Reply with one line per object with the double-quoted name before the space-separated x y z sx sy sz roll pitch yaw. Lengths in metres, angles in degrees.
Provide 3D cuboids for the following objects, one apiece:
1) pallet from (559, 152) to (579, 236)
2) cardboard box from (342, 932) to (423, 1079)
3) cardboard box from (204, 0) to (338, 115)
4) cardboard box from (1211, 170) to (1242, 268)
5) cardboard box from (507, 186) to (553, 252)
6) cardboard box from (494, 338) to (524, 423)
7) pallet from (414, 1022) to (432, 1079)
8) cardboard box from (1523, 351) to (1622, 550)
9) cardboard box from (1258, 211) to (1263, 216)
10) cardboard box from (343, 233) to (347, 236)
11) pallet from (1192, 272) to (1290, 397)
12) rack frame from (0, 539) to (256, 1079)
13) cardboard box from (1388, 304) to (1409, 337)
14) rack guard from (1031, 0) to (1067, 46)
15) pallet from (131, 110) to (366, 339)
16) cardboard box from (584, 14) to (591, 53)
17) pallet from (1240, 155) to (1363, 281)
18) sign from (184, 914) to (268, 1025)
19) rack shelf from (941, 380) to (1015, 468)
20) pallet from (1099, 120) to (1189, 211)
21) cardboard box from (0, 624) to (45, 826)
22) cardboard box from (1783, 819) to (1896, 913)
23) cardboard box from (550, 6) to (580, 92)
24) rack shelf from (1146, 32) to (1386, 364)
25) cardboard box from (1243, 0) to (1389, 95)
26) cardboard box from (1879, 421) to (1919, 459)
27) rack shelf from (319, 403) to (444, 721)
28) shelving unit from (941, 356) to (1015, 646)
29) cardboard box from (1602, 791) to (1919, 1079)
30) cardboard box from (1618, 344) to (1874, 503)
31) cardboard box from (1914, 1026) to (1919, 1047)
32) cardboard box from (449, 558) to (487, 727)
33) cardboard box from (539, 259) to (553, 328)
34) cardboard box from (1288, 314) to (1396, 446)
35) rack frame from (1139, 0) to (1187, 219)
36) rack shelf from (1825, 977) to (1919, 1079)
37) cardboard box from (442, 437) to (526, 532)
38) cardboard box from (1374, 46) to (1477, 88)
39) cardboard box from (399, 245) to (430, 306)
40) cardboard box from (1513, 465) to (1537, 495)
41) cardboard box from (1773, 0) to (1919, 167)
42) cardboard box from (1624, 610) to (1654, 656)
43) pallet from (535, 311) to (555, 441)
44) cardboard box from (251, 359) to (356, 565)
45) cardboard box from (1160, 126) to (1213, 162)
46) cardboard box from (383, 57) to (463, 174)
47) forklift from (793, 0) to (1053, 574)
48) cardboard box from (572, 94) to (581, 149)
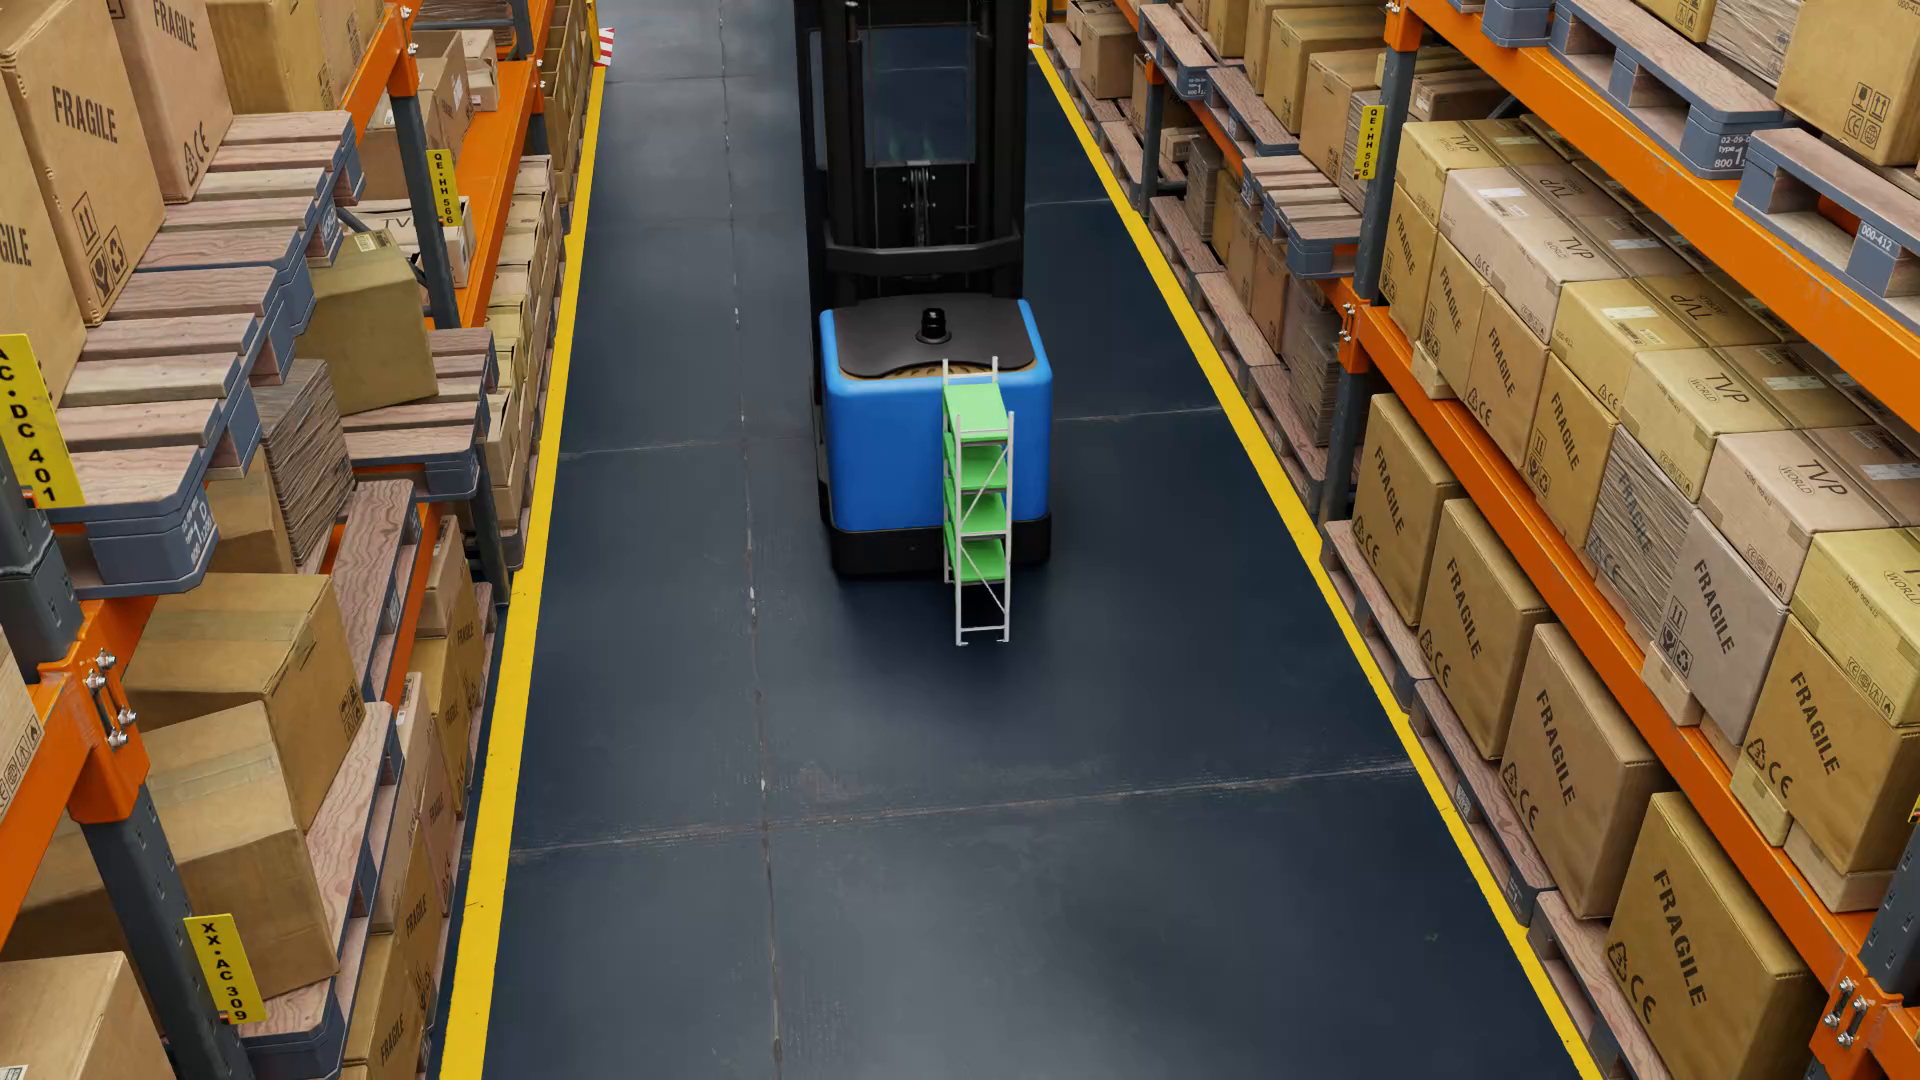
"pallet" -3.220 -2.451 11.659 1.003 0.211 1.213 -4 35 -6
"cardboard box" -1.985 1.574 5.106 0.500 0.500 0.500 -4 34 -6
"cardboard box" -2.386 -1.390 4.873 0.910 0.500 0.500 -4 35 -6
"cardboard box" 1.988 -1.989 10.333 0.700 0.500 0.500 -5 35 -7
"cardboard box" -2.740 -1.931 9.991 0.500 0.311 0.500 -3 34 -5
"cardboard box" -2.475 -0.800 8.332 0.500 0.311 0.500 -5 35 -8
"pallet" -2.226 2.009 5.115 1.003 0.211 1.213 -4 35 -6
"cardboard box" 2.308 -0.324 5.691 0.500 0.500 0.500 -3 34 -5
"cardboard box" 2.005 -2.048 9.754 0.500 0.250 0.500 -5 35 -8
"cardboard box" -3.012 -1.302 7.719 0.380 0.149 0.250 -4 35 -6
"pallet" 2.027 -1.265 9.919 1.003 0.211 1.213 -4 35 -6
"rack frame" -2.079 1.308 3.667 1.000 3.000 0.127 -4 35 -6
"cardboard box" 2.106 -1.005 7.266 0.380 0.149 0.250 -5 35 -7
"rack guard" 1.226 -4.691 14.689 1.175 0.500 0.348 -4 35 -6
"pallet" -2.240 -0.802 4.266 1.213 0.211 1.003 -4 35 -6
"cardboard box" -3.328 -4.149 13.743 0.500 0.250 0.500 -4 35 -6
"pallet" 2.090 -1.612 8.122 1.213 0.211 1.003 -4 35 -6
"sign" -1.542 0.905 3.490 0.100 0.325 0.005 -4 35 -6
"rack shelf" 0.074 -0.507 7.189 0.258 0.148 0.480 -4 34 -6
"pallet" 1.628 -2.754 12.103 1.003 0.211 1.213 -4 35 -6
"cardboard box" -1.750 0.381 2.496 0.500 0.250 0.500 -4 35 -6
"cardboard box" 2.503 0.859 4.532 0.380 0.149 0.250 -4 34 -6
"cardboard box" -3.111 -3.623 12.306 0.500 0.500 0.500 -4 35 -6
"rack shelf" 2.022 -2.120 9.337 1.077 0.370 4.000 -4 35 -6
"cardboard box" 1.976 -2.793 9.205 0.700 0.500 0.500 0 34 0
"cardboard box" 2.949 -0.120 4.726 0.500 0.250 0.500 -4 34 -6
"rack shelf" -2.348 0.489 5.508 1.077 0.370 4.000 -4 35 -6
"shelving unit" 0.074 -0.163 7.424 0.258 1.200 0.503 -4 34 -6
"cardboard box" 2.613 1.292 5.226 0.750 0.750 0.750 -4 34 -6
"cardboard box" 2.385 -0.364 5.084 0.500 0.250 0.500 -4 34 -5
"cardboard box" 2.886 1.110 3.691 0.980 0.700 0.700 -4 34 -6
"cardboard box" -2.258 0.431 6.783 0.500 0.500 0.500 -3 34 -5
"cardboard box" -2.676 -1.417 9.734 0.500 0.250 0.500 -4 34 -5
"cardboard box" 2.143 -0.848 8.660 0.700 0.500 0.500 -4 34 -6
"rack frame" 1.753 -3.534 10.772 1.000 3.000 0.127 -4 35 -6
"rack shelf" 3.098 2.344 2.786 1.077 0.370 4.000 -4 35 -6
"cardboard box" -2.396 -0.276 8.060 0.500 0.250 0.500 -4 35 -7
"cardboard box" 2.157 -2.161 7.703 0.380 0.149 0.250 -10 36 -14
"cardboard box" -2.622 -1.094 7.271 0.500 0.311 0.500 -2 34 -3
"cardboard box" 2.307 -0.289 6.216 0.380 0.149 0.250 -4 34 -6
"cardboard box" 2.681 -1.337 4.406 0.700 0.500 0.500 -5 35 -7
"cardboard box" 2.395 0.287 5.370 0.380 0.149 0.250 -4 35 -6
"pallet" -2.850 -0.914 9.403 1.003 0.211 1.213 -4 35 -6
"cardboard box" -2.487 -0.272 5.523 0.700 0.500 0.500 2 34 3
"cardboard box" 1.652 -2.841 11.881 0.380 0.166 0.250 -9 35 -13
"cardboard box" -2.929 -2.195 8.718 0.500 0.500 0.500 -4 35 -6
"forklift" -0.252 -1.863 8.380 1.130 2.935 3.031 -4 34 -6
"cardboard box" -3.041 -3.034 12.108 0.500 0.250 0.500 -4 35 -6
